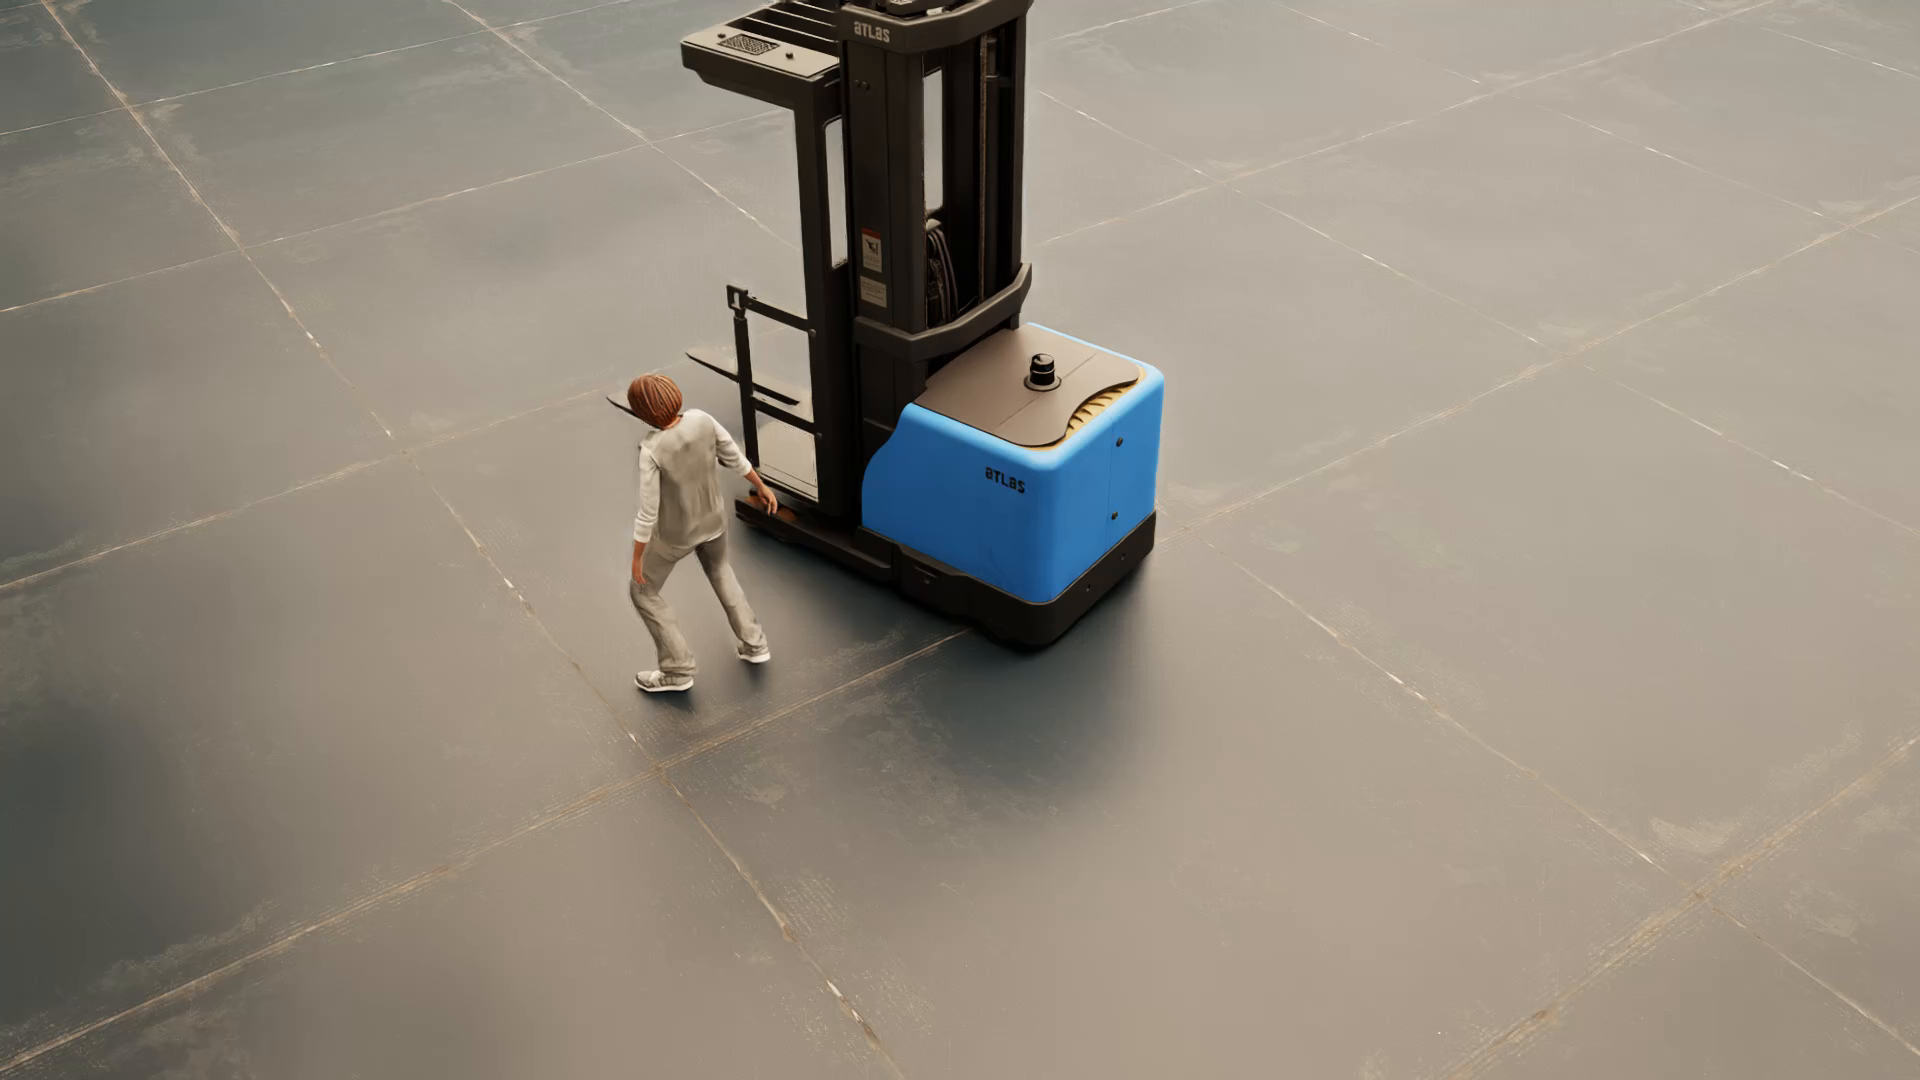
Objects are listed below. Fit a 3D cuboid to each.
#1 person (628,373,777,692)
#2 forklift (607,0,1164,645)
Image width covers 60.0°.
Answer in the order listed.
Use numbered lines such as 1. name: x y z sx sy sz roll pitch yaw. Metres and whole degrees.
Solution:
1. person: -1.110 -0.043 7.182 0.743 1.522 0.442 -28 45 -33
2. forklift: -0.524 -1.401 7.839 3.031 2.935 1.130 24 43 29
